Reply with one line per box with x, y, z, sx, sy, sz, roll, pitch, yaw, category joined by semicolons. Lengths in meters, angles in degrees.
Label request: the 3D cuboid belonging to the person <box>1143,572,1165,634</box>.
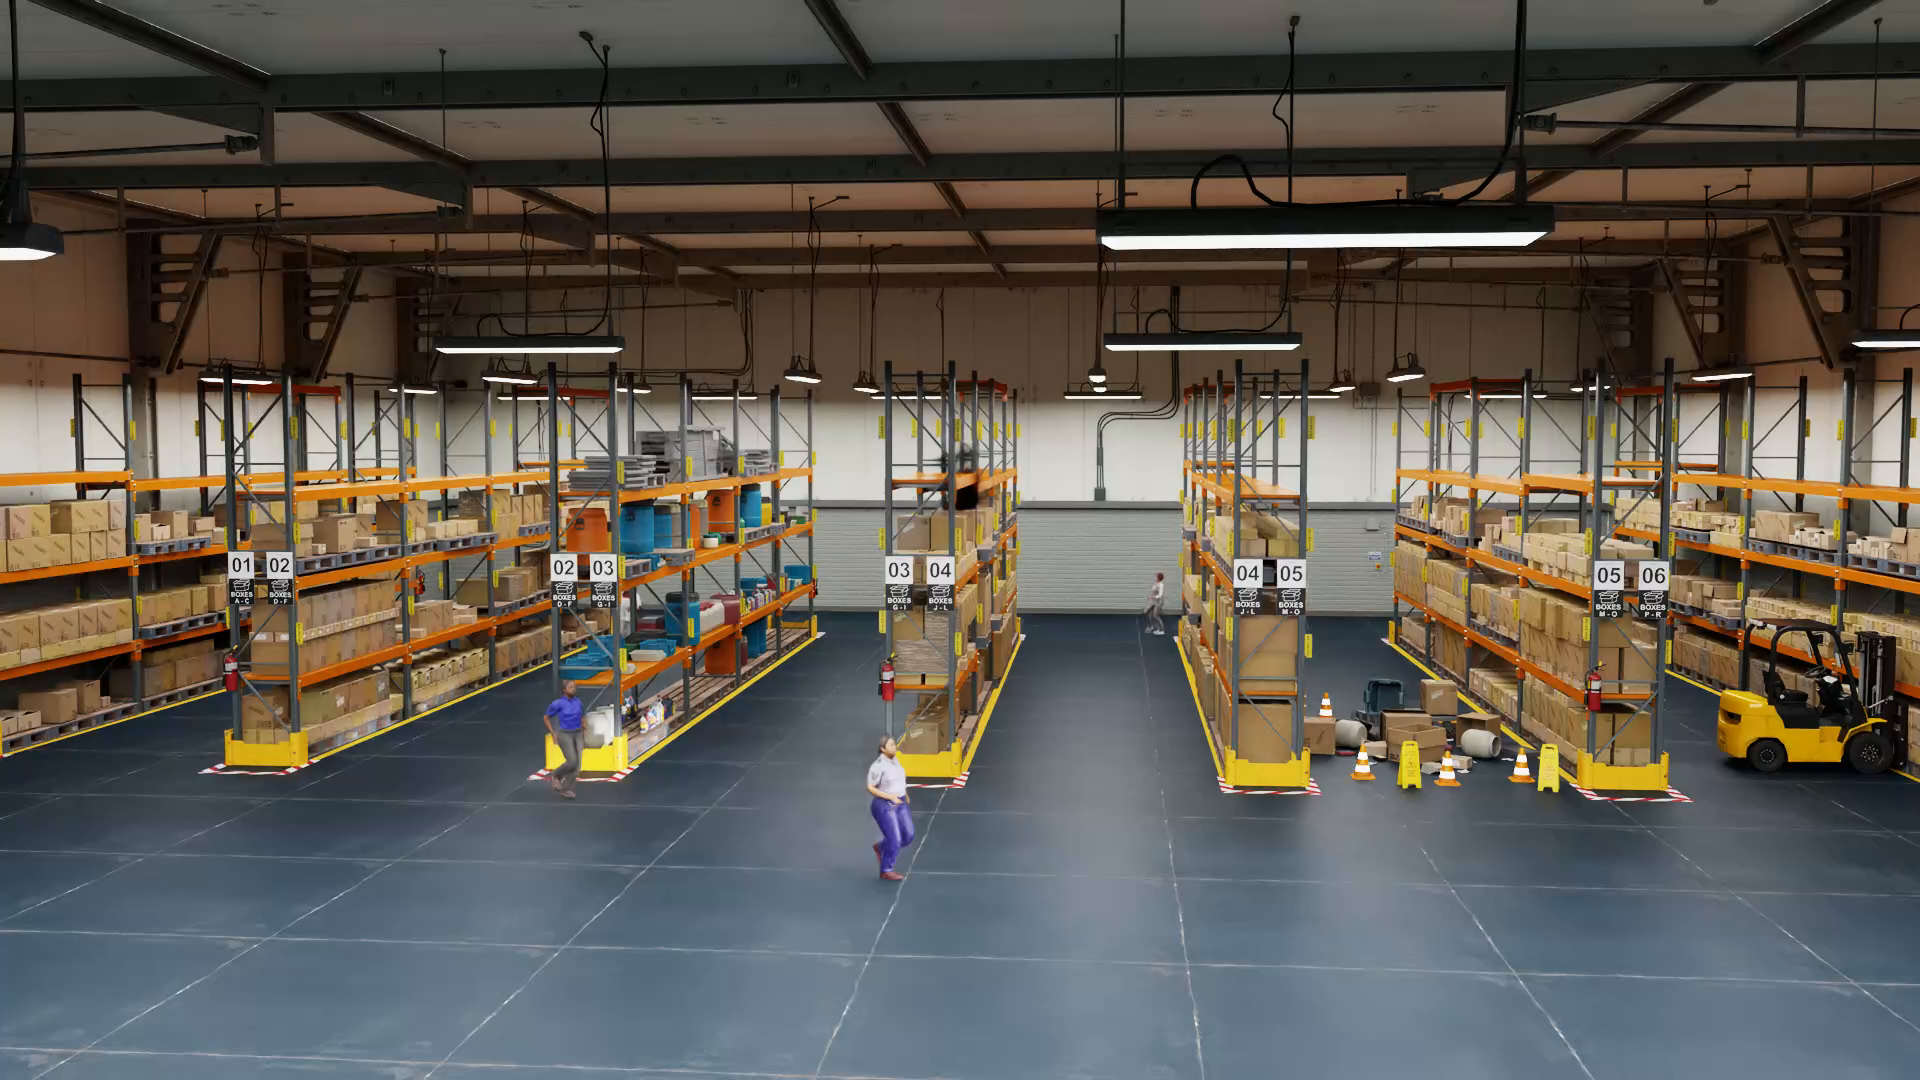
4.784;1.548;40.472;0.618;1.537;0.531;-2;4;-25;person

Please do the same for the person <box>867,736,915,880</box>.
-0.779;2.982;18.571;0.551;1.596;0.603;2;4;32;person

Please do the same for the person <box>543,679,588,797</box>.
-5.297;2.712;22.652;0.553;1.616;0.575;3;5;39;person

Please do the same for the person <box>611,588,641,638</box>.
-7.300;1.735;36.253;0.738;1.719;0.788;0;4;1;person
